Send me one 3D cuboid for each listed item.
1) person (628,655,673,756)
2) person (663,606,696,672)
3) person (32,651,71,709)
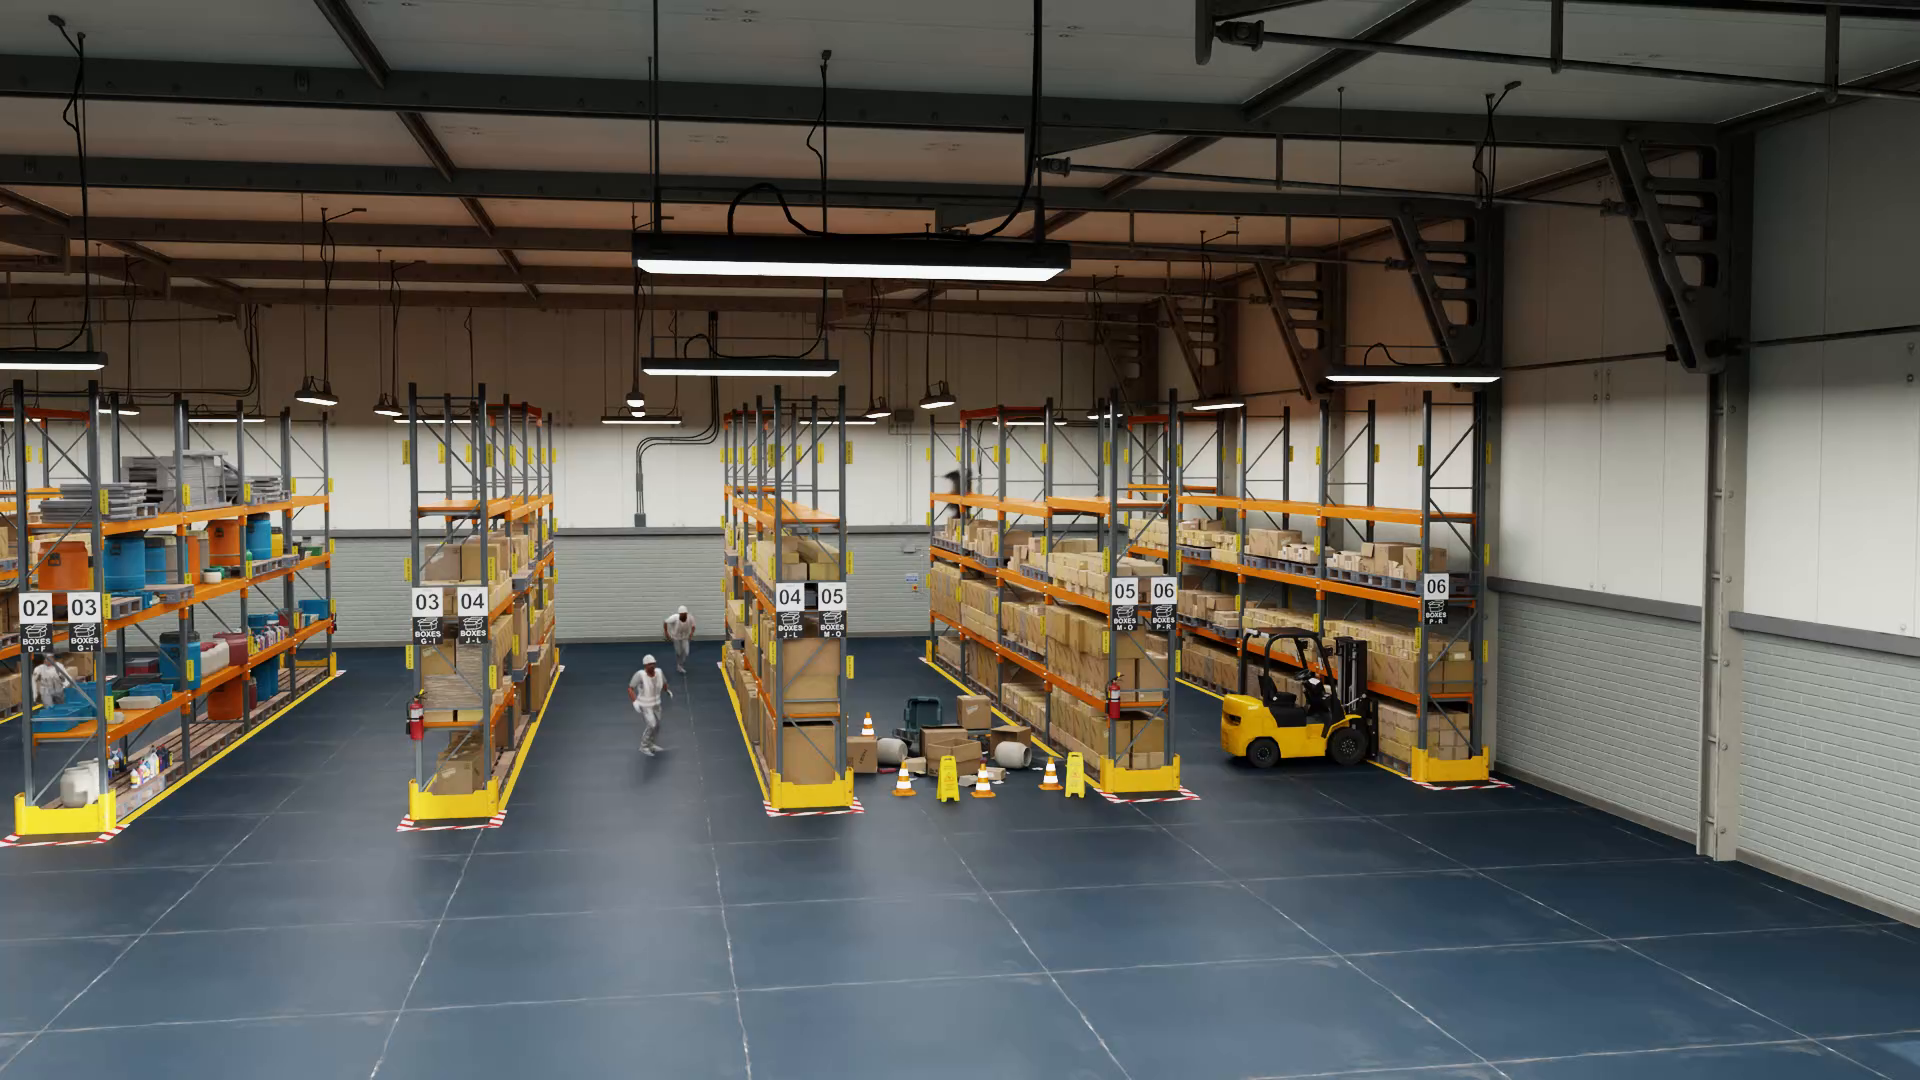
[{"bbox_3d":[-5.161,2.752,27.849,0.766,1.698,0.693,2,4,37],"label":"person"},{"bbox_3d":[-6.475,2.282,38.367,0.730,1.574,0.908,-1,3,-18],"label":"person"},{"bbox_3d":[-16.021,2.747,29.397,0.793,1.638,0.615,2,4,37],"label":"person"}]
